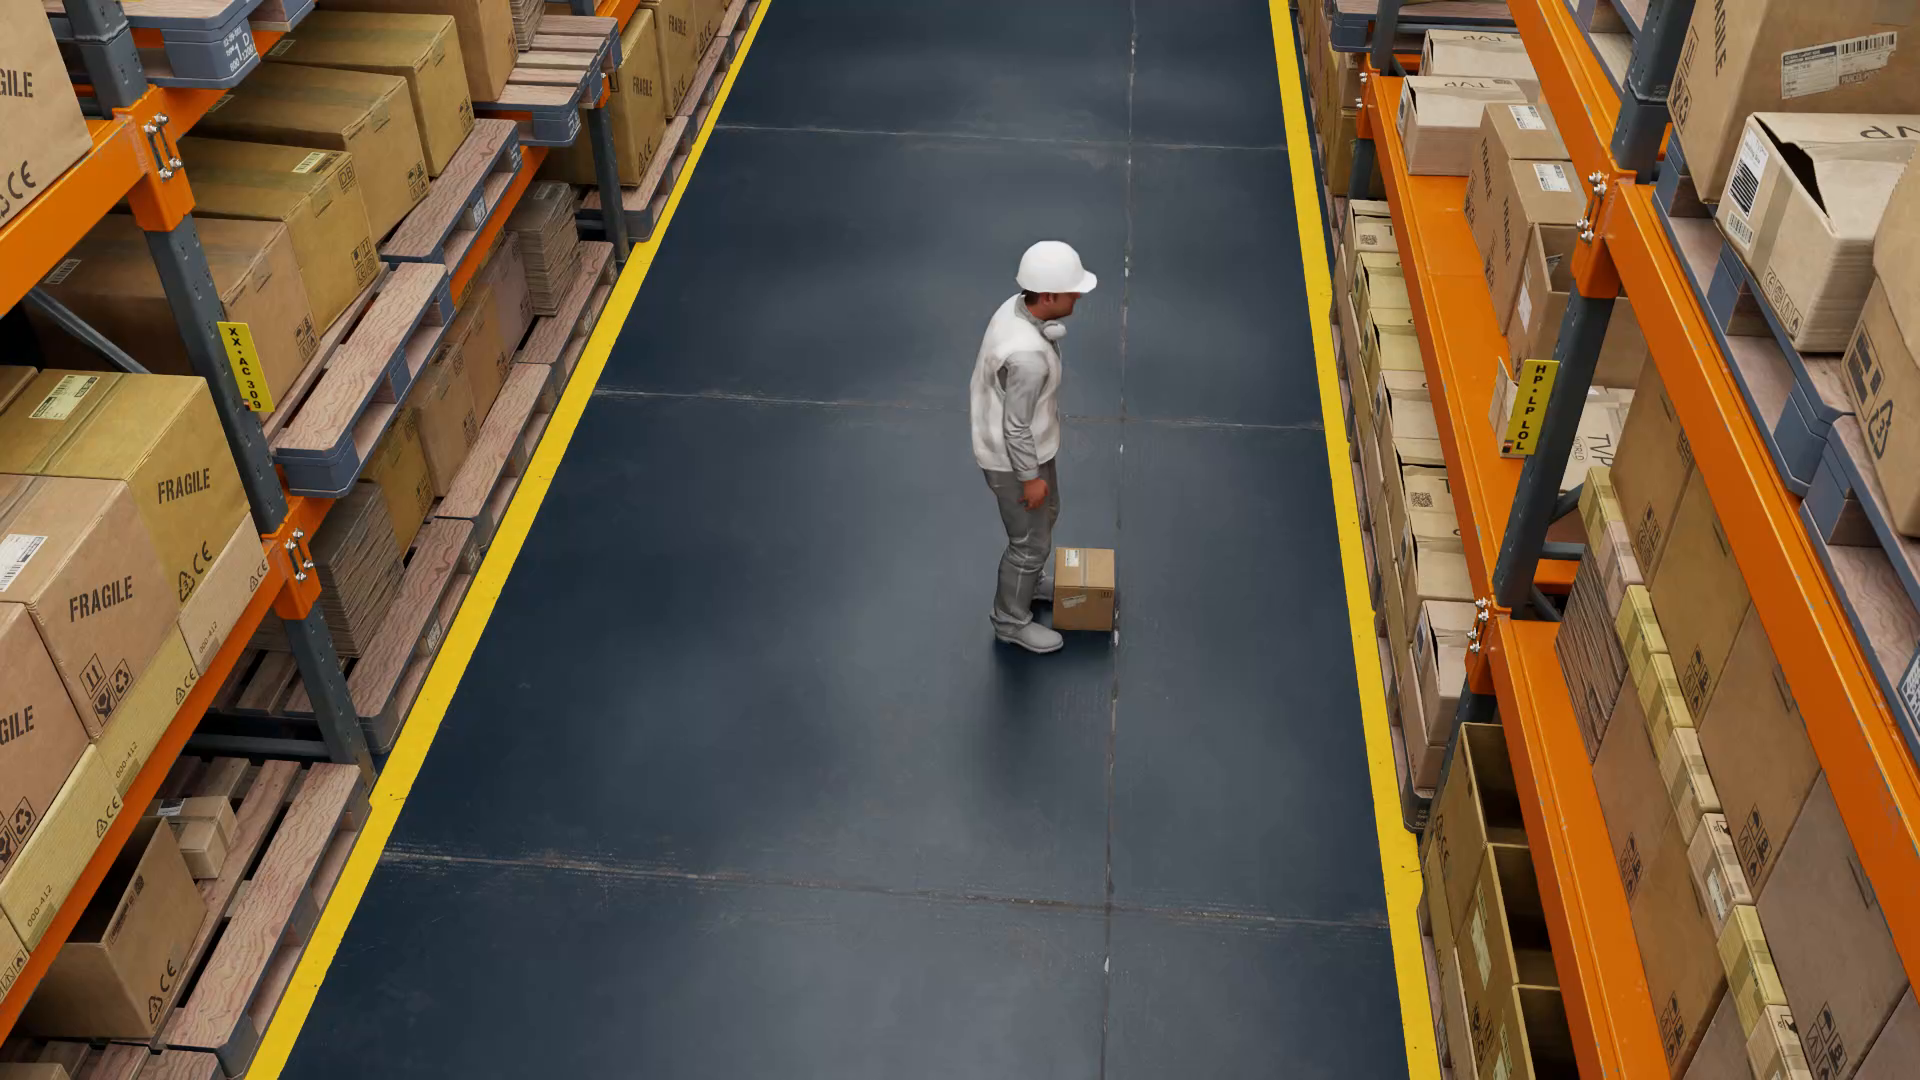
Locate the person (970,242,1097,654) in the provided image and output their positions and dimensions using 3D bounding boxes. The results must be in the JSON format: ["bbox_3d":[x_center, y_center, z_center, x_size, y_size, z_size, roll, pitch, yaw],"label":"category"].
[{"bbox_3d":[0.271,-0.384,6.596,0.465,1.771,0.582,3,40,3],"label":"person"}]
